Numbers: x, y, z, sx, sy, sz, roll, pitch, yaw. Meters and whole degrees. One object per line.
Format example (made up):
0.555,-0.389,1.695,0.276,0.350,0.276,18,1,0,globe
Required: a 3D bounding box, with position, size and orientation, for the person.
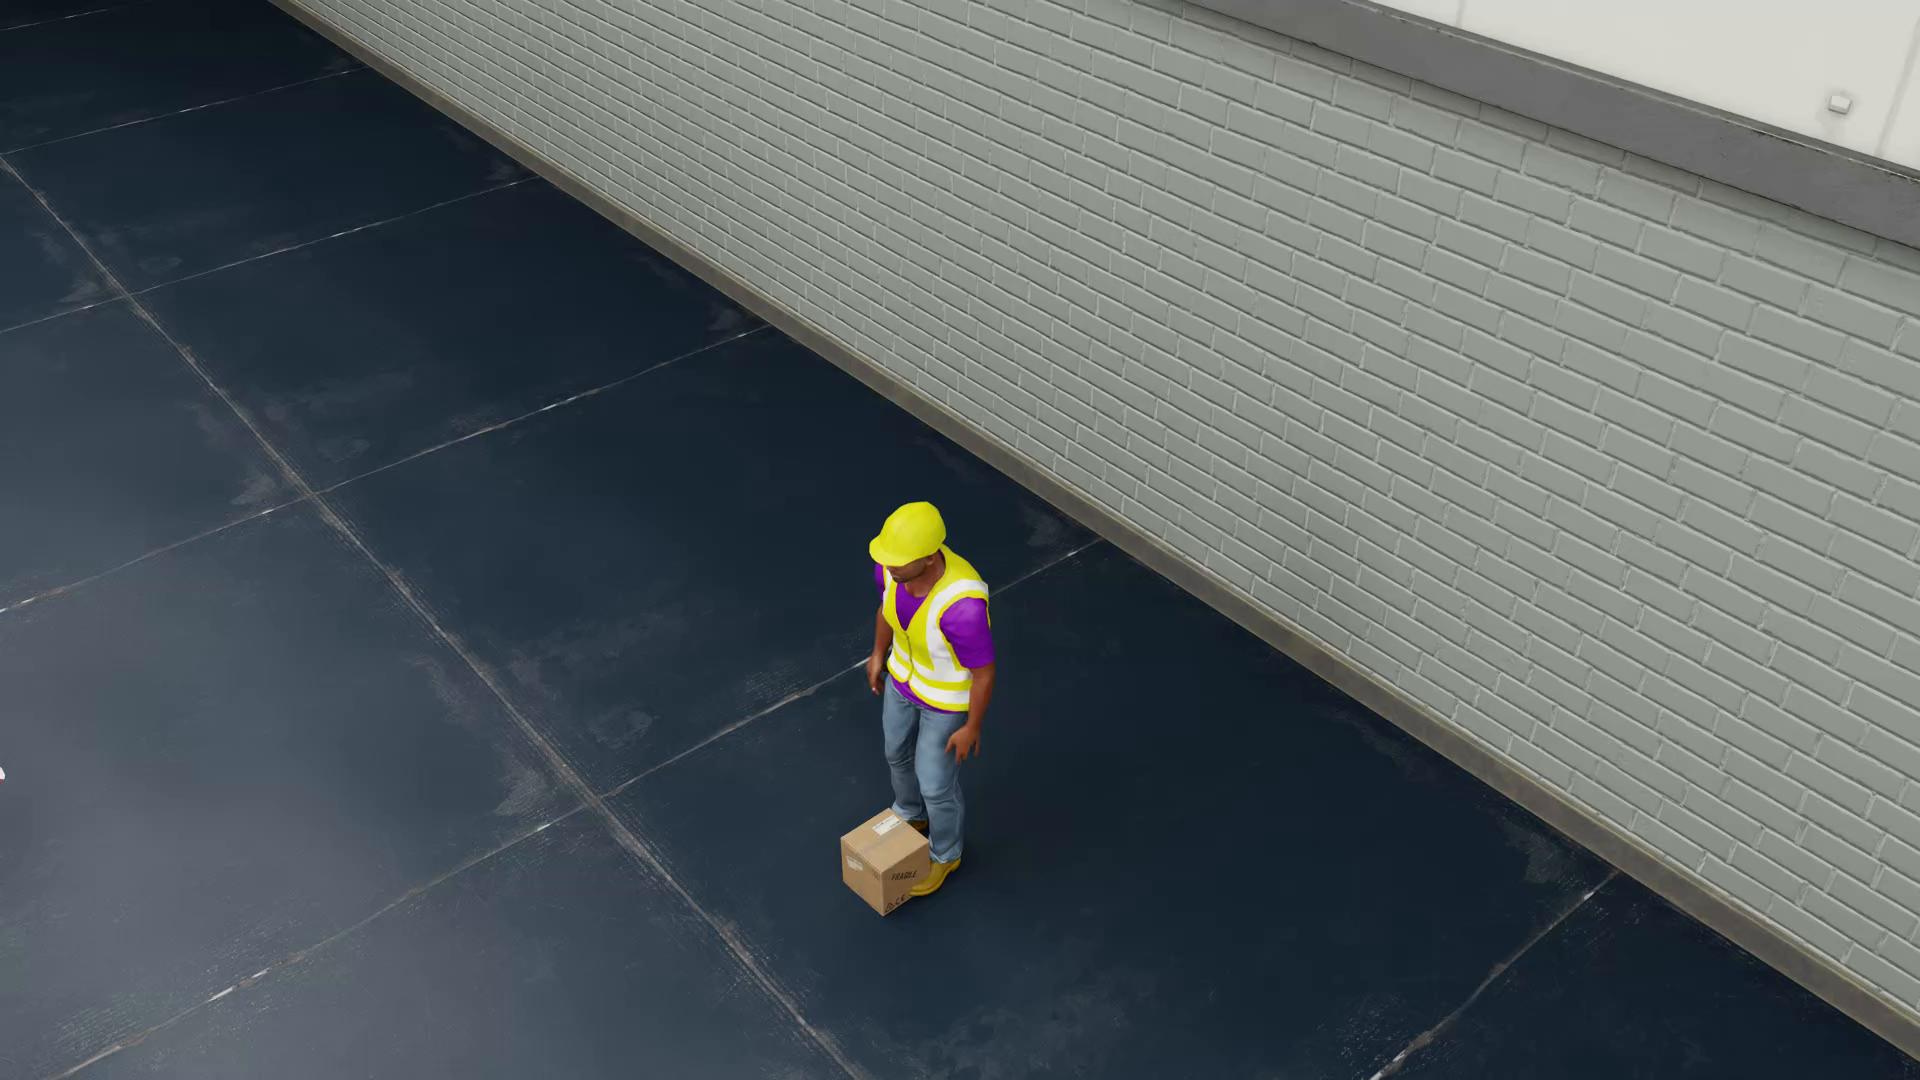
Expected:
-0.130,0.567,6.274,0.460,1.760,0.627,-26,43,-31,person
